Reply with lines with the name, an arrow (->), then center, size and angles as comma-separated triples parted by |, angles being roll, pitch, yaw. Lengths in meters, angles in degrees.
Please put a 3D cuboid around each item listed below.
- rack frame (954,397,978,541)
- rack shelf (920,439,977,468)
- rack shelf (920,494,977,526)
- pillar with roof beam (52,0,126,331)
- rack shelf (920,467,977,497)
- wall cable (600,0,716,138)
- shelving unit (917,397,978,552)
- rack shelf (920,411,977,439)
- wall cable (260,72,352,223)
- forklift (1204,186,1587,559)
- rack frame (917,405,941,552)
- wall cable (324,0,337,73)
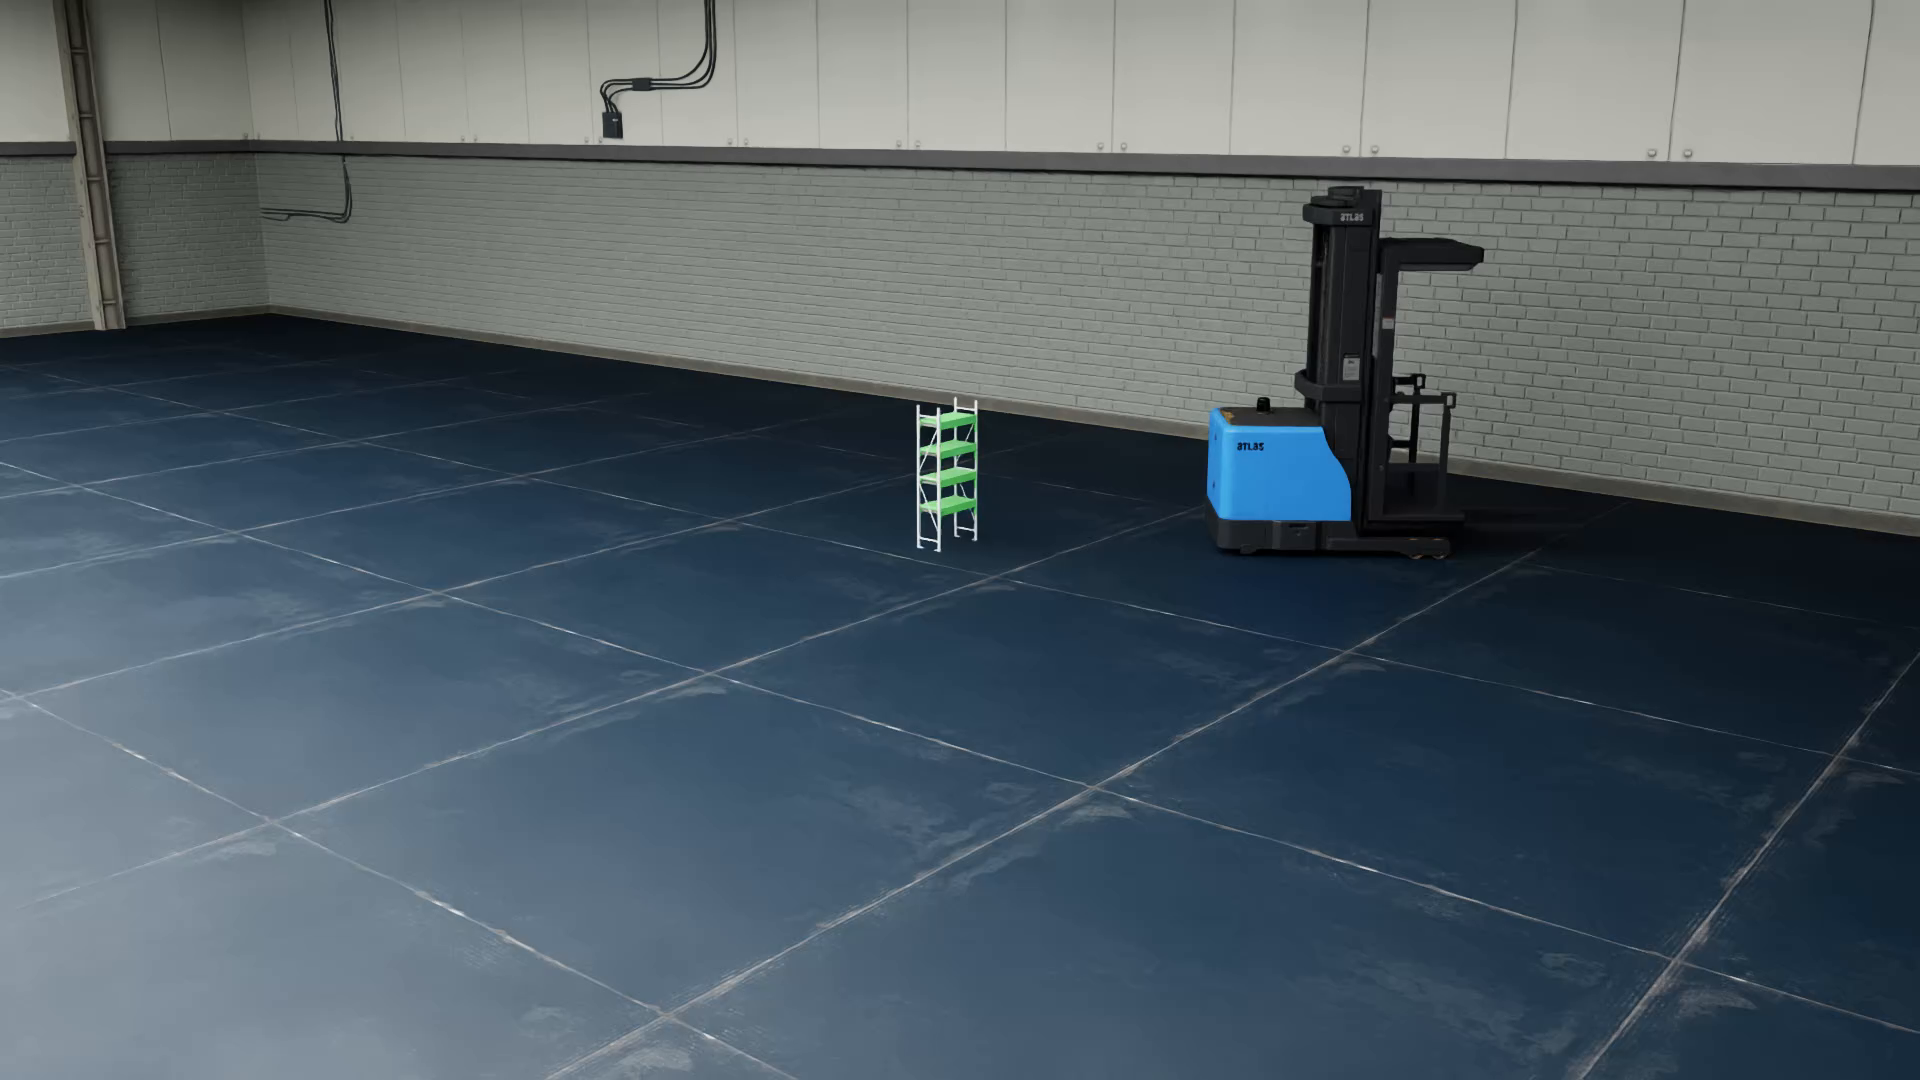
rack frame -> 0.049, -0.597, 14.034 | 0.240, 1.200, 0.015 | 11, 18, 38
rack shelf -> -0.104, -0.721, 13.807 | 0.258, 0.148, 0.480 | 11, 18, 38
rack shelf -> -0.104, -0.255, 13.925 | 0.258, 0.148, 0.480 | 11, 18, 38
pillar with roof beam -> -11.083, -7.282, 24.511 | 9.100, 9.000, 0.400 | 11, 18, 38
rack shelf -> -0.104, -0.488, 13.866 | 0.258, 0.148, 0.480 | 11, 18, 38
wall cable -> -4.178, -8.484, 22.335 | 2.305, 6.003, 0.169 | 11, 18, 38
shelving unit -> -0.104, -0.550, 13.850 | 0.258, 1.200, 0.503 | 11, 18, 38
rack shelf -> -0.104, -0.953, 13.748 | 0.258, 0.148, 0.480 | 11, 18, 38
wall cable -> -11.552, -6.803, 28.931 | 3.097, 2.526, 0.112 | 11, 18, 38
forklift -> 3.629, -1.398, 13.675 | 3.031, 2.935, 1.130 | 0, 14, 1
rack frame -> -0.257, -0.503, 13.666 | 0.240, 1.200, 0.015 | 11, 18, 38
wall cable -> -9.447, -8.832, 26.662 | 3.097, 2.526, 0.112 | 11, 18, 38
